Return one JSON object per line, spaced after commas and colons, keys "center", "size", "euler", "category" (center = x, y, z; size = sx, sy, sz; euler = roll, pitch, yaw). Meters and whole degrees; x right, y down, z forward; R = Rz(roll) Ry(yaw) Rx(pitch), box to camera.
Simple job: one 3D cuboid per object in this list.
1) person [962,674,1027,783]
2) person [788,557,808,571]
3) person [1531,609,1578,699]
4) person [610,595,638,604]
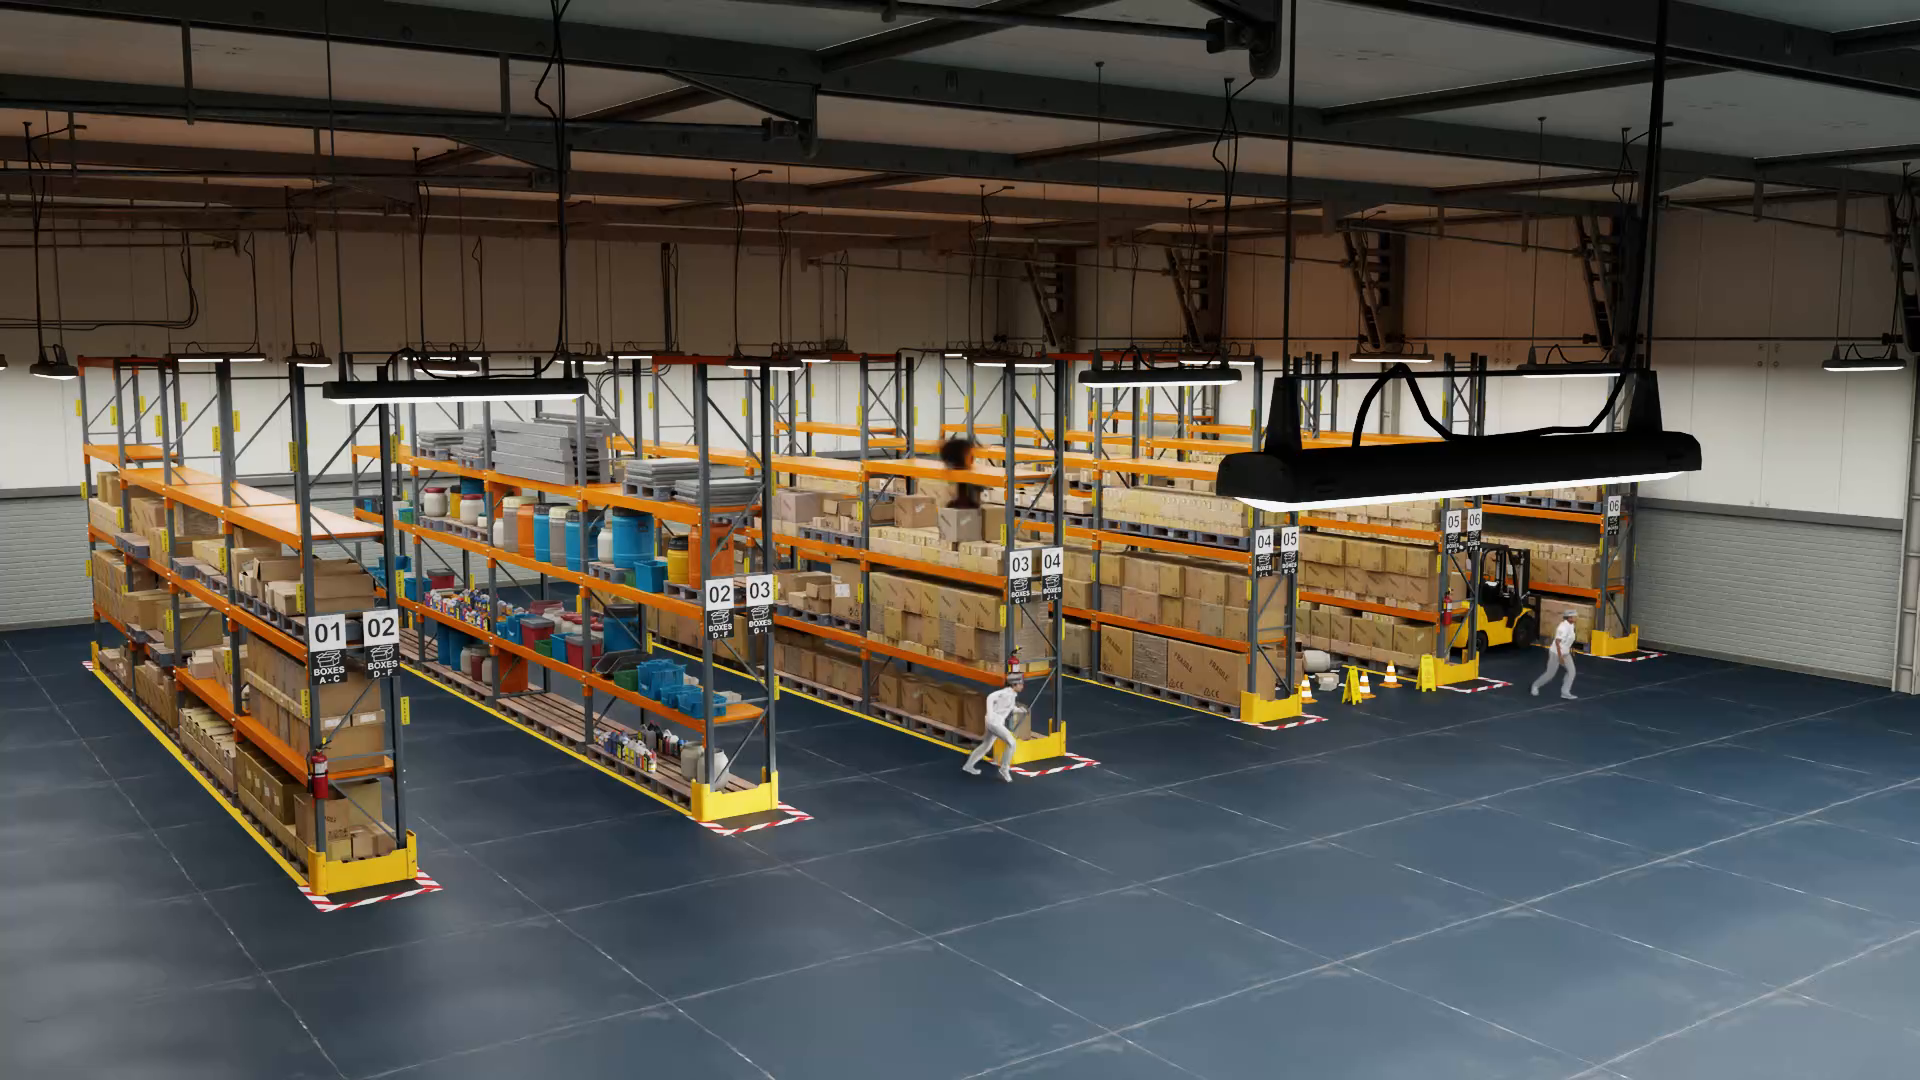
{"center": [0.486, 2.701, 23.802], "size": [0.939, 1.608, 0.662], "euler": [2, 7, 13], "category": "person"}
{"center": [-4.115, 0.284, 42.752], "size": [0.645, 1.829, 0.809], "euler": [6, 9, 40], "category": "person"}
{"center": [10.541, 1.982, 29.389], "size": [0.802, 1.607, 0.617], "euler": [6, 9, 42], "category": "person"}
{"center": [-6.558, 1.528, 32.891], "size": [0.565, 1.610, 0.607], "euler": [-5, 9, -37], "category": "person"}
